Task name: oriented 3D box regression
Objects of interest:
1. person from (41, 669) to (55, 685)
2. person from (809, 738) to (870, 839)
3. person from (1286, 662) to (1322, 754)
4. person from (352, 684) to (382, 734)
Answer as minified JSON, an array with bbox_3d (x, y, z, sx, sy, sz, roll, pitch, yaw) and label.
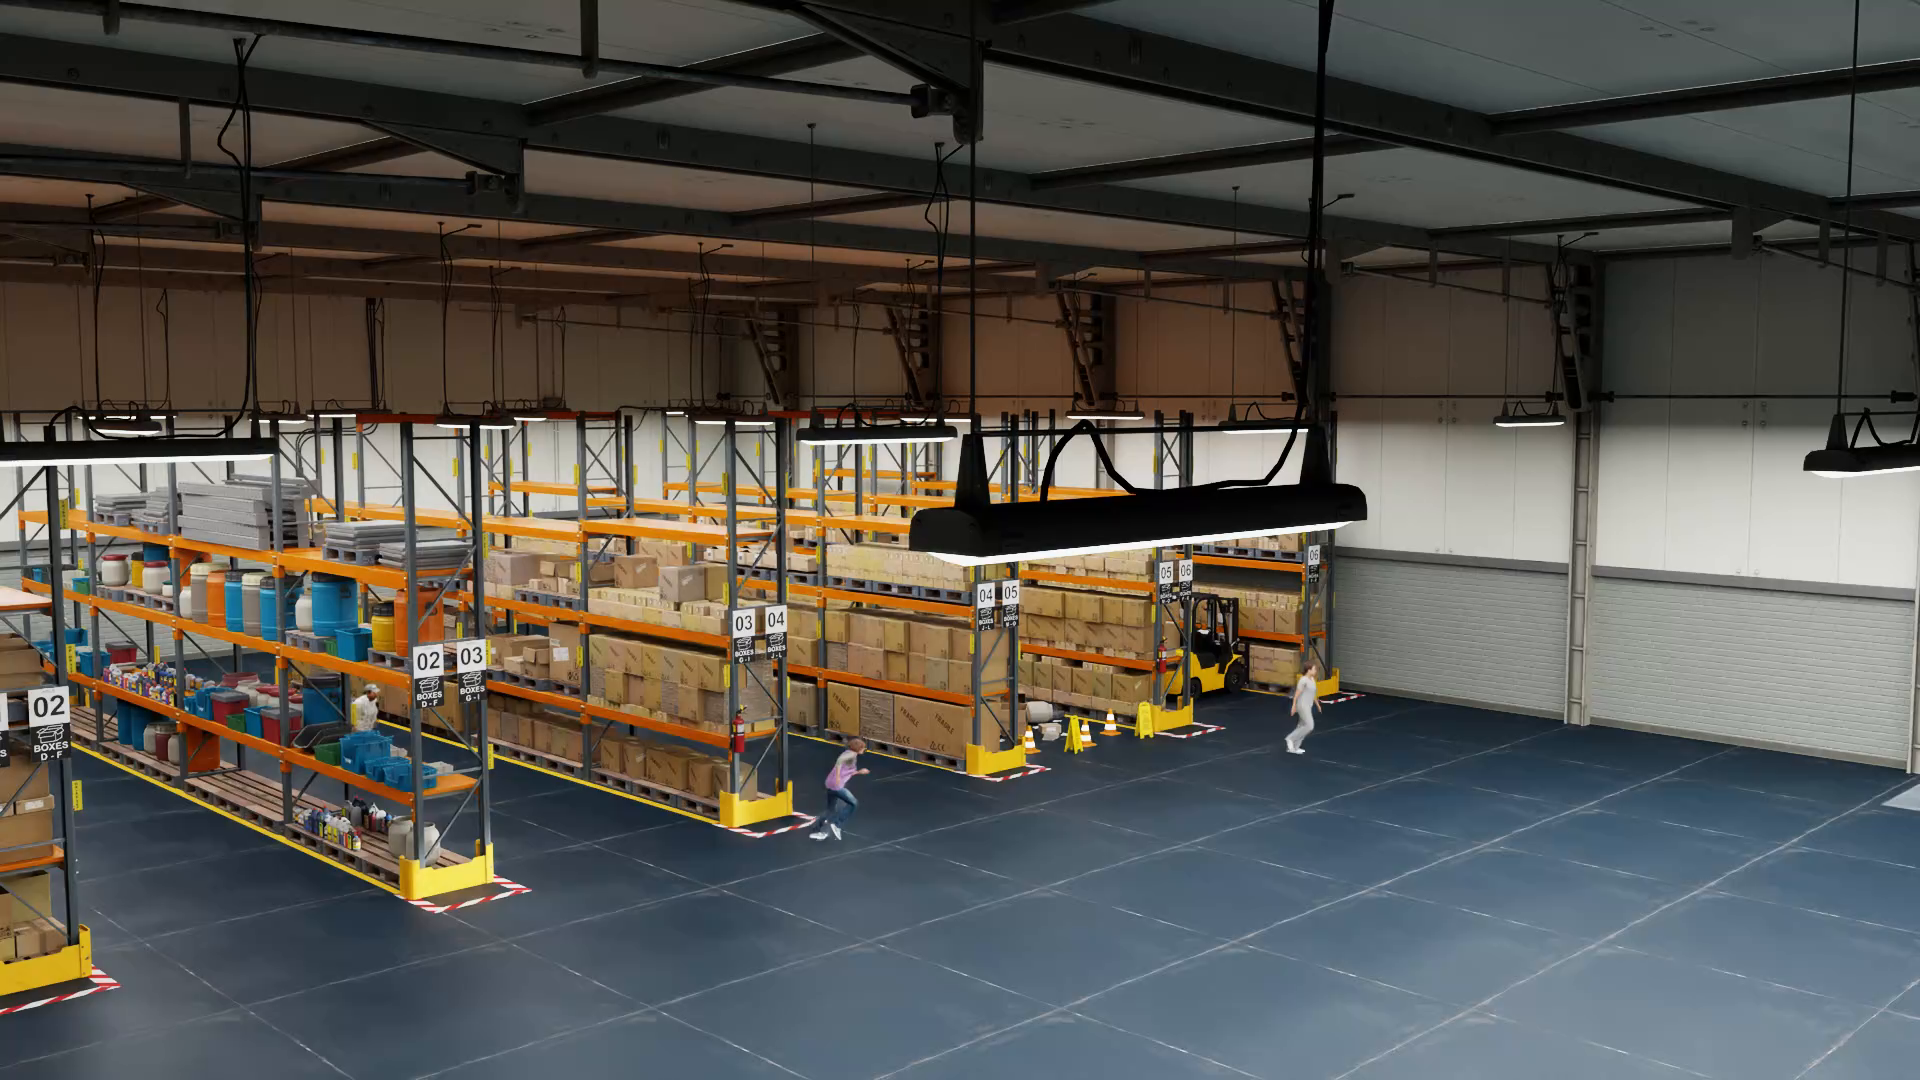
[{"bbox_3d":[-18.723,2.662,34.019,0.969,1.428,0.545,-3,6,-28],"label":"person"},{"bbox_3d":[-1.704,3.555,23.594,0.879,1.438,0.578,-1,5,-11],"label":"person"},{"bbox_3d":[6.065,2.963,29.391,0.536,1.640,0.567,3,6,32],"label":"person"},{"bbox_3d":[-9.971,3.169,27.599,0.924,1.627,0.609,2,5,21],"label":"person"}]
